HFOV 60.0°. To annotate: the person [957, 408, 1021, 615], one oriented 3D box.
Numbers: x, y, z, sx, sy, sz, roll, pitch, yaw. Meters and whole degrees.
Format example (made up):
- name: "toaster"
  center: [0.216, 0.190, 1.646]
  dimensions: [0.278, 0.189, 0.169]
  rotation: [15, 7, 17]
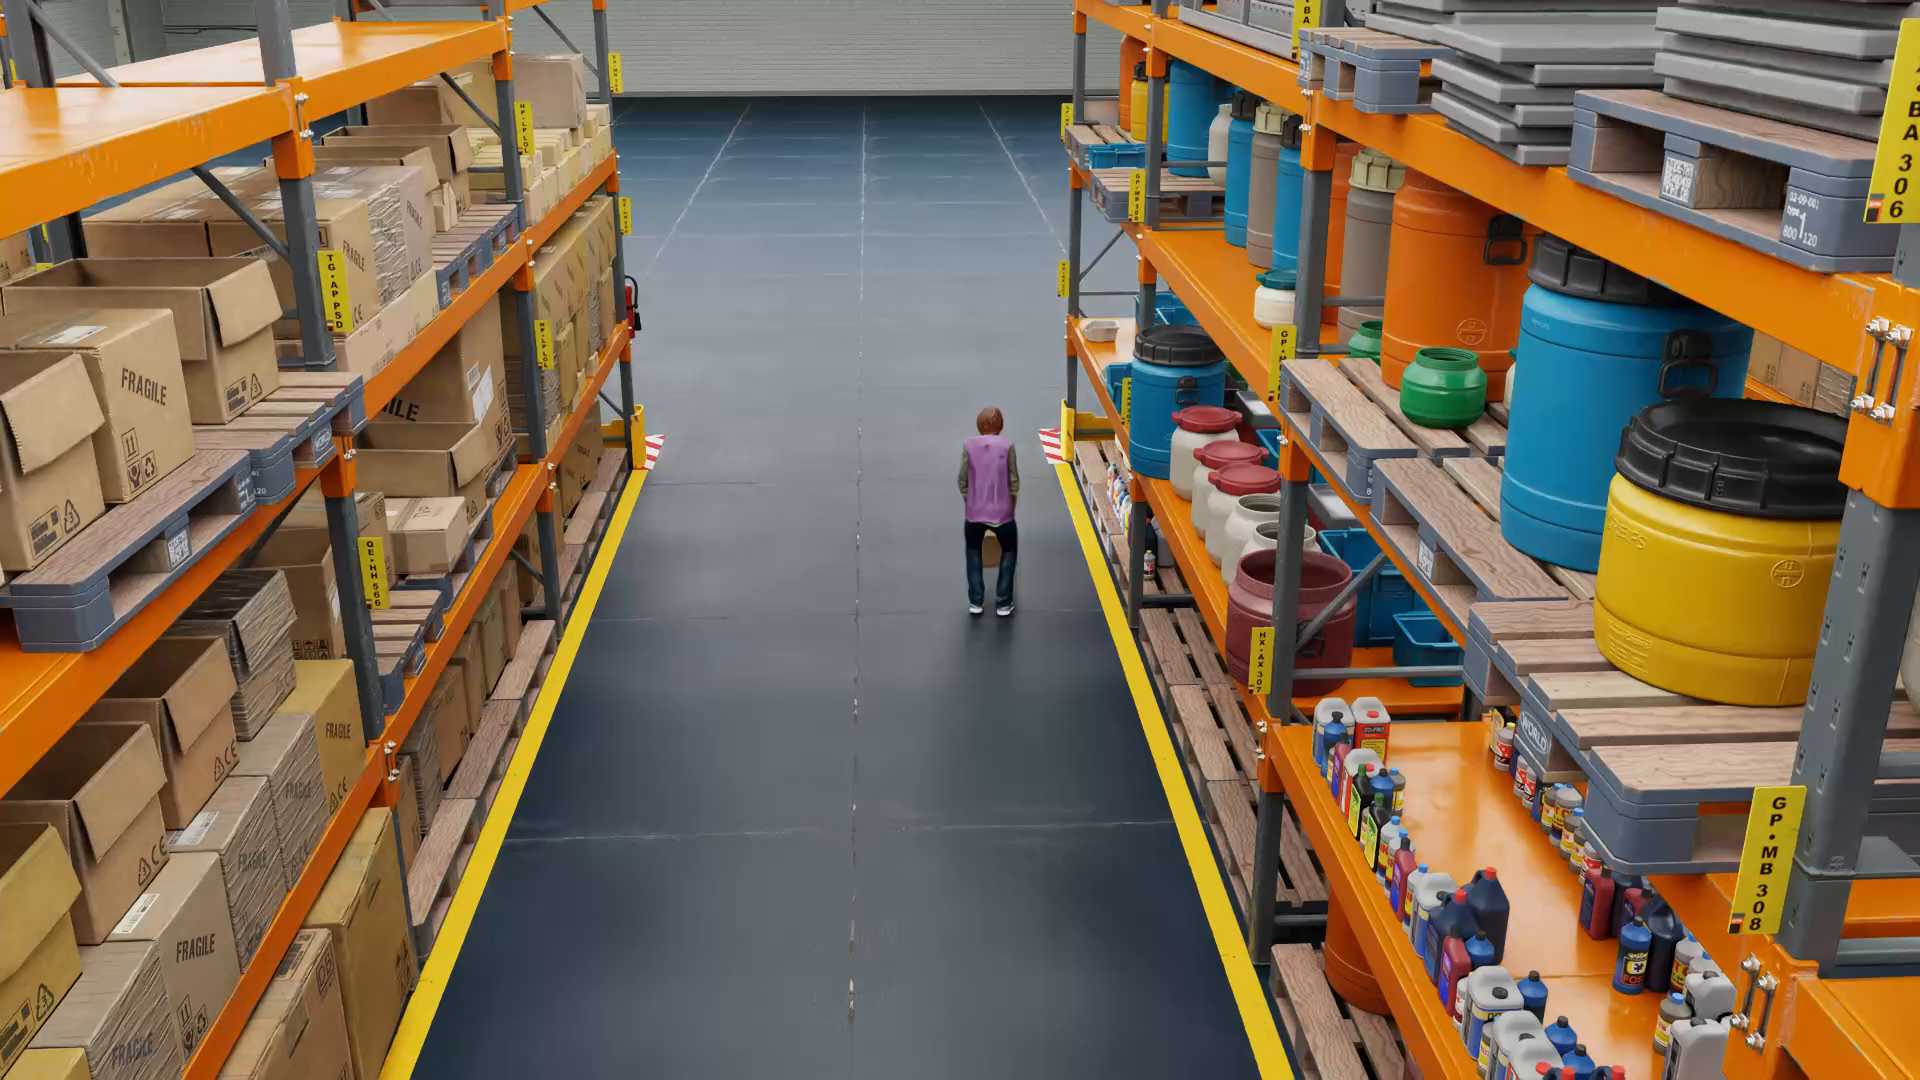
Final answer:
- name: "person"
  center: [0.195, -0.176, 11.784]
  dimensions: [0.451, 1.449, 0.518]
  rotation: [4, 21, 9]
